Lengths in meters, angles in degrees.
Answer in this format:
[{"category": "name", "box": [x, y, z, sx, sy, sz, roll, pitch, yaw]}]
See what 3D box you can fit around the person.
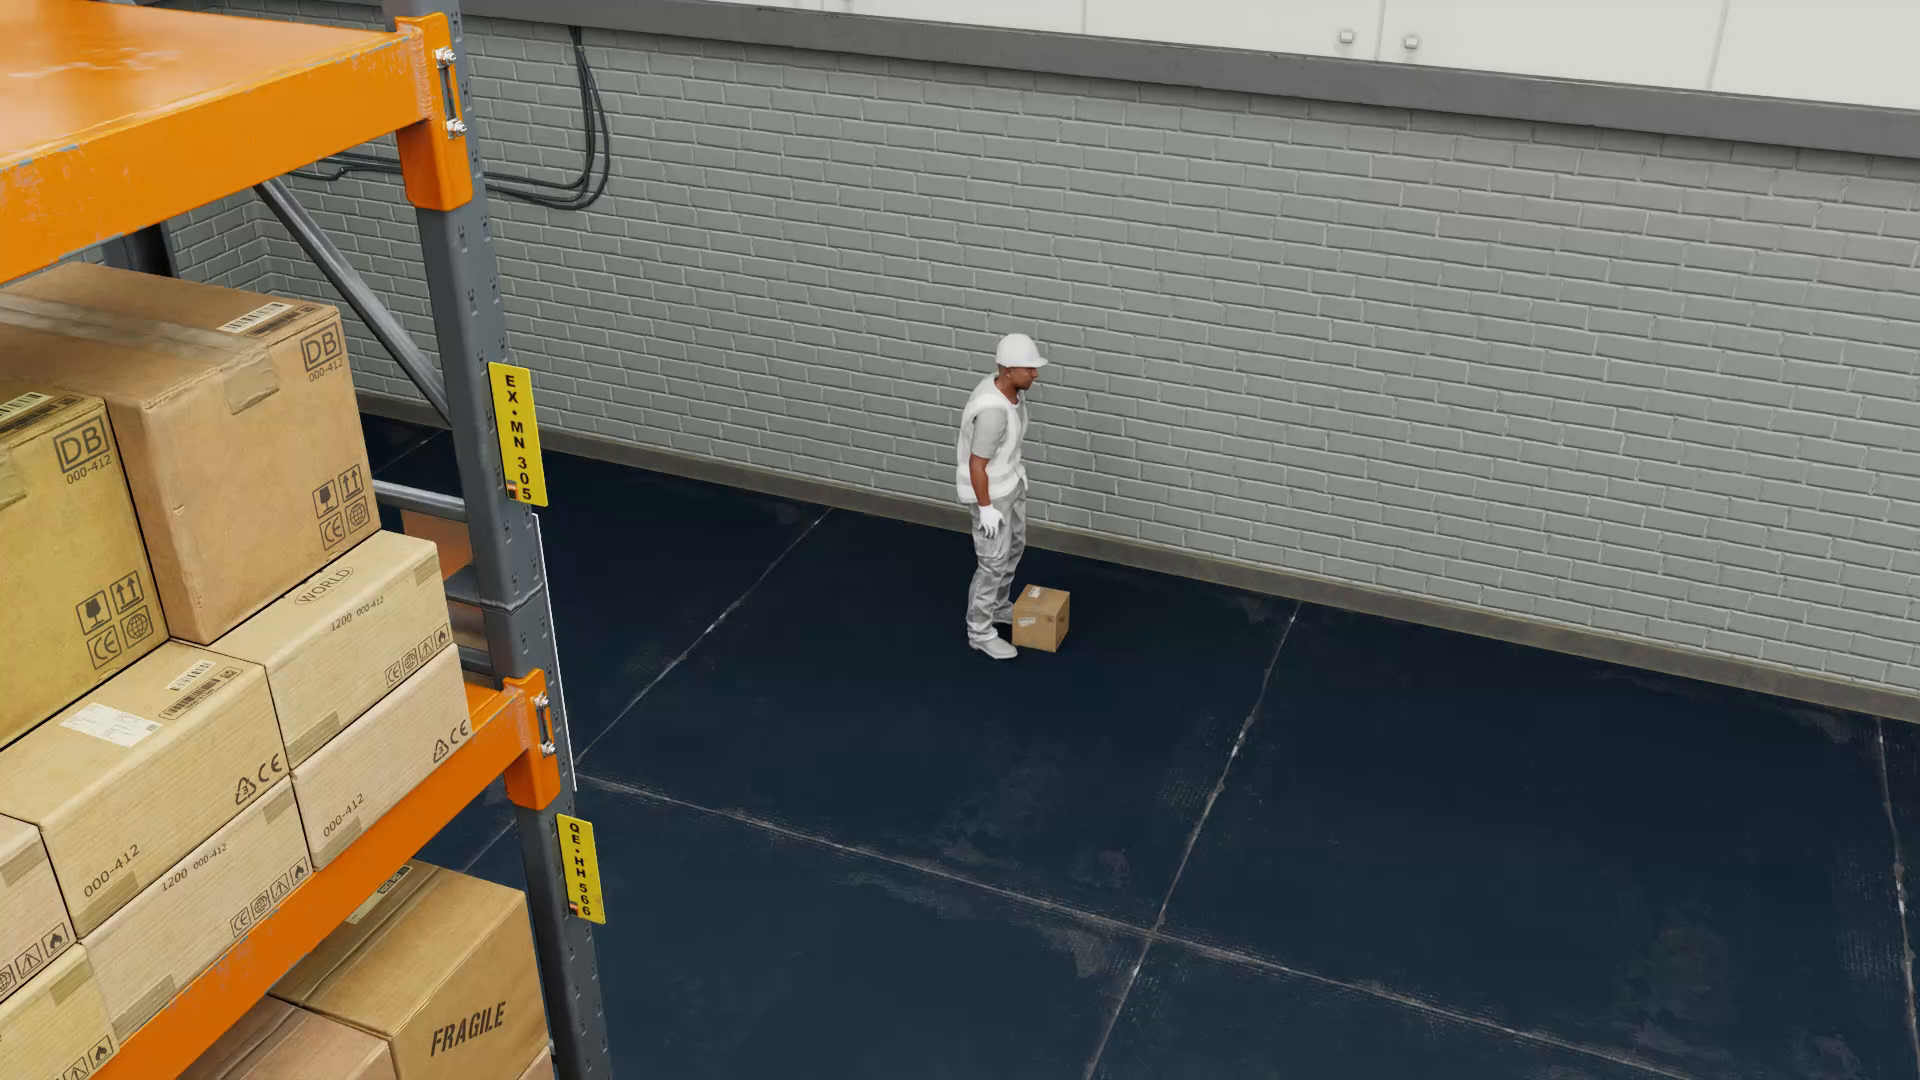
[{"category": "person", "box": [0.220, -0.262, 8.857, 0.450, 1.772, 0.619, 10, 31, 16]}]
